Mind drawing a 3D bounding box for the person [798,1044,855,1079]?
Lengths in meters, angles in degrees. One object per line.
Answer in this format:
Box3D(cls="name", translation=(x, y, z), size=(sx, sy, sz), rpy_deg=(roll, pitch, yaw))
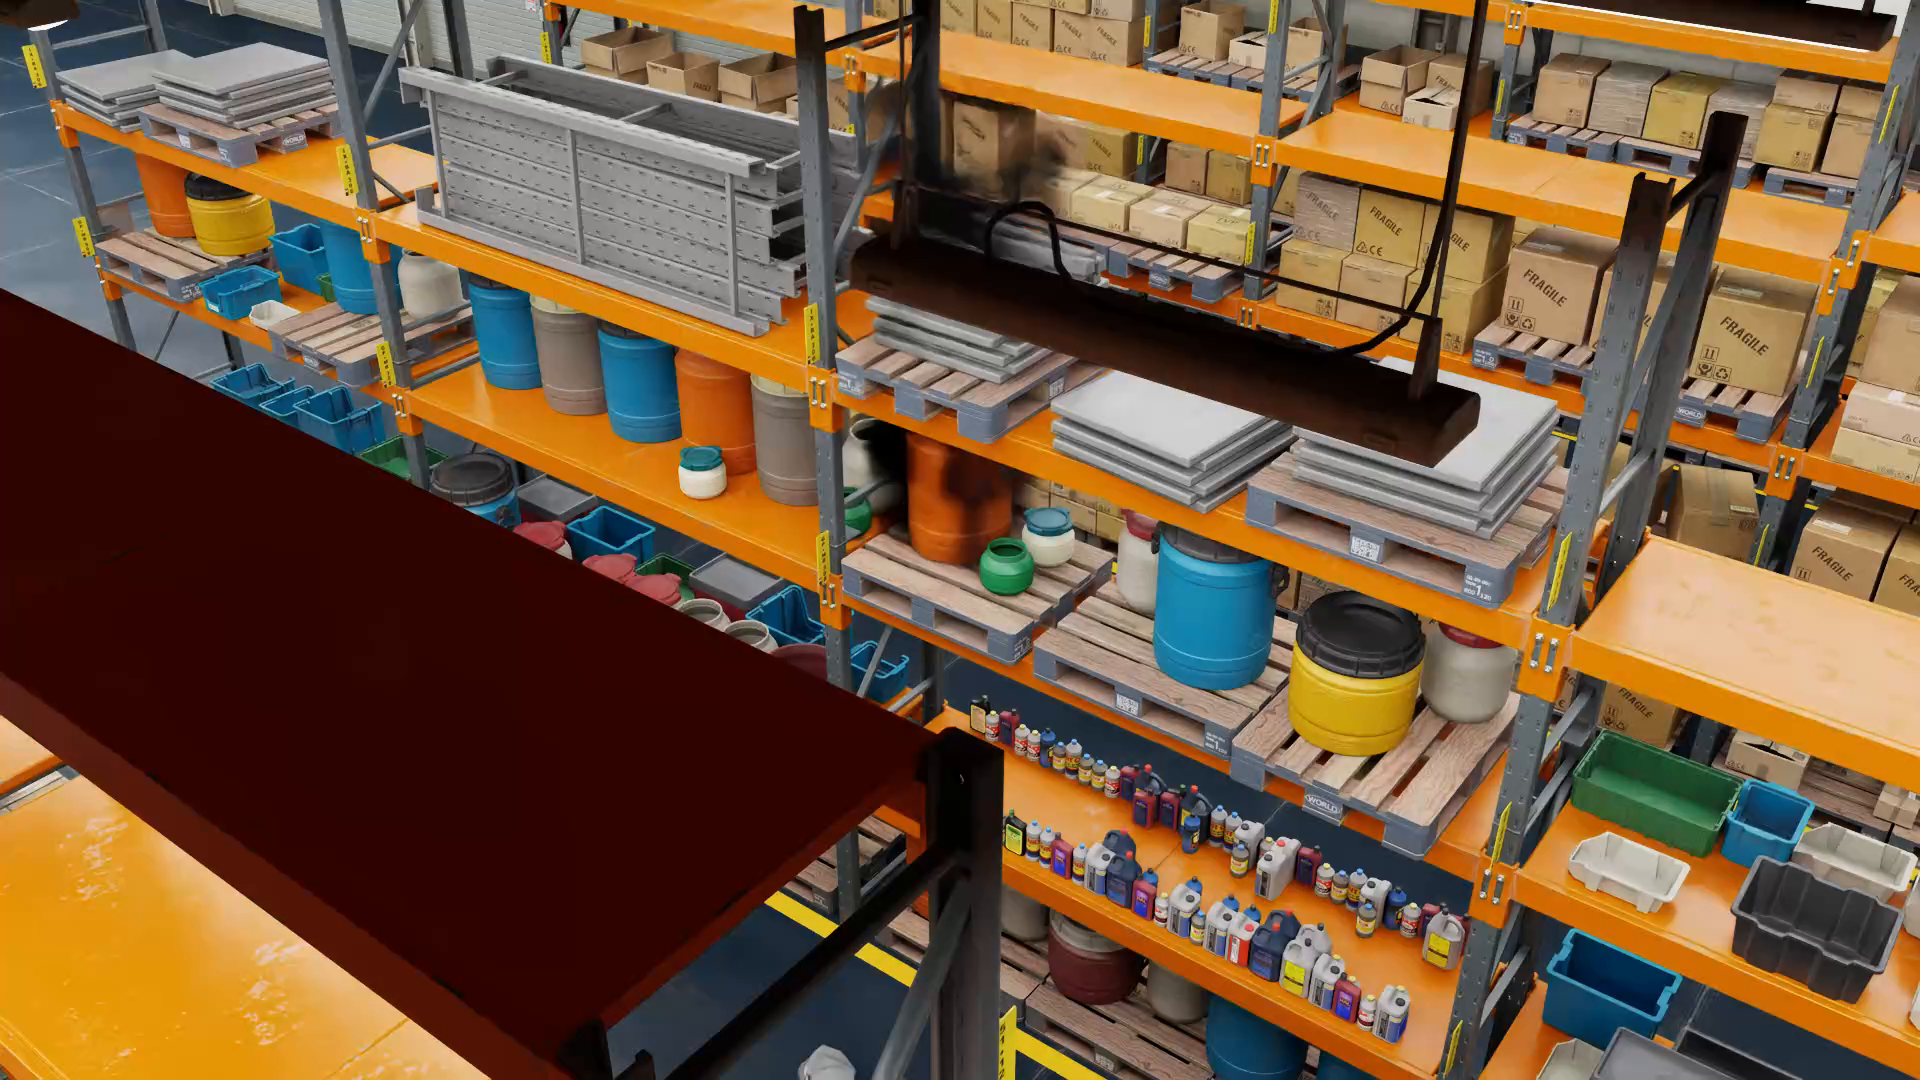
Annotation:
Box3D(cls="person", translation=(-0.757, 3.189, 8.461), size=(0.547, 1.654, 0.605), rpy_deg=(13, 34, 21))
